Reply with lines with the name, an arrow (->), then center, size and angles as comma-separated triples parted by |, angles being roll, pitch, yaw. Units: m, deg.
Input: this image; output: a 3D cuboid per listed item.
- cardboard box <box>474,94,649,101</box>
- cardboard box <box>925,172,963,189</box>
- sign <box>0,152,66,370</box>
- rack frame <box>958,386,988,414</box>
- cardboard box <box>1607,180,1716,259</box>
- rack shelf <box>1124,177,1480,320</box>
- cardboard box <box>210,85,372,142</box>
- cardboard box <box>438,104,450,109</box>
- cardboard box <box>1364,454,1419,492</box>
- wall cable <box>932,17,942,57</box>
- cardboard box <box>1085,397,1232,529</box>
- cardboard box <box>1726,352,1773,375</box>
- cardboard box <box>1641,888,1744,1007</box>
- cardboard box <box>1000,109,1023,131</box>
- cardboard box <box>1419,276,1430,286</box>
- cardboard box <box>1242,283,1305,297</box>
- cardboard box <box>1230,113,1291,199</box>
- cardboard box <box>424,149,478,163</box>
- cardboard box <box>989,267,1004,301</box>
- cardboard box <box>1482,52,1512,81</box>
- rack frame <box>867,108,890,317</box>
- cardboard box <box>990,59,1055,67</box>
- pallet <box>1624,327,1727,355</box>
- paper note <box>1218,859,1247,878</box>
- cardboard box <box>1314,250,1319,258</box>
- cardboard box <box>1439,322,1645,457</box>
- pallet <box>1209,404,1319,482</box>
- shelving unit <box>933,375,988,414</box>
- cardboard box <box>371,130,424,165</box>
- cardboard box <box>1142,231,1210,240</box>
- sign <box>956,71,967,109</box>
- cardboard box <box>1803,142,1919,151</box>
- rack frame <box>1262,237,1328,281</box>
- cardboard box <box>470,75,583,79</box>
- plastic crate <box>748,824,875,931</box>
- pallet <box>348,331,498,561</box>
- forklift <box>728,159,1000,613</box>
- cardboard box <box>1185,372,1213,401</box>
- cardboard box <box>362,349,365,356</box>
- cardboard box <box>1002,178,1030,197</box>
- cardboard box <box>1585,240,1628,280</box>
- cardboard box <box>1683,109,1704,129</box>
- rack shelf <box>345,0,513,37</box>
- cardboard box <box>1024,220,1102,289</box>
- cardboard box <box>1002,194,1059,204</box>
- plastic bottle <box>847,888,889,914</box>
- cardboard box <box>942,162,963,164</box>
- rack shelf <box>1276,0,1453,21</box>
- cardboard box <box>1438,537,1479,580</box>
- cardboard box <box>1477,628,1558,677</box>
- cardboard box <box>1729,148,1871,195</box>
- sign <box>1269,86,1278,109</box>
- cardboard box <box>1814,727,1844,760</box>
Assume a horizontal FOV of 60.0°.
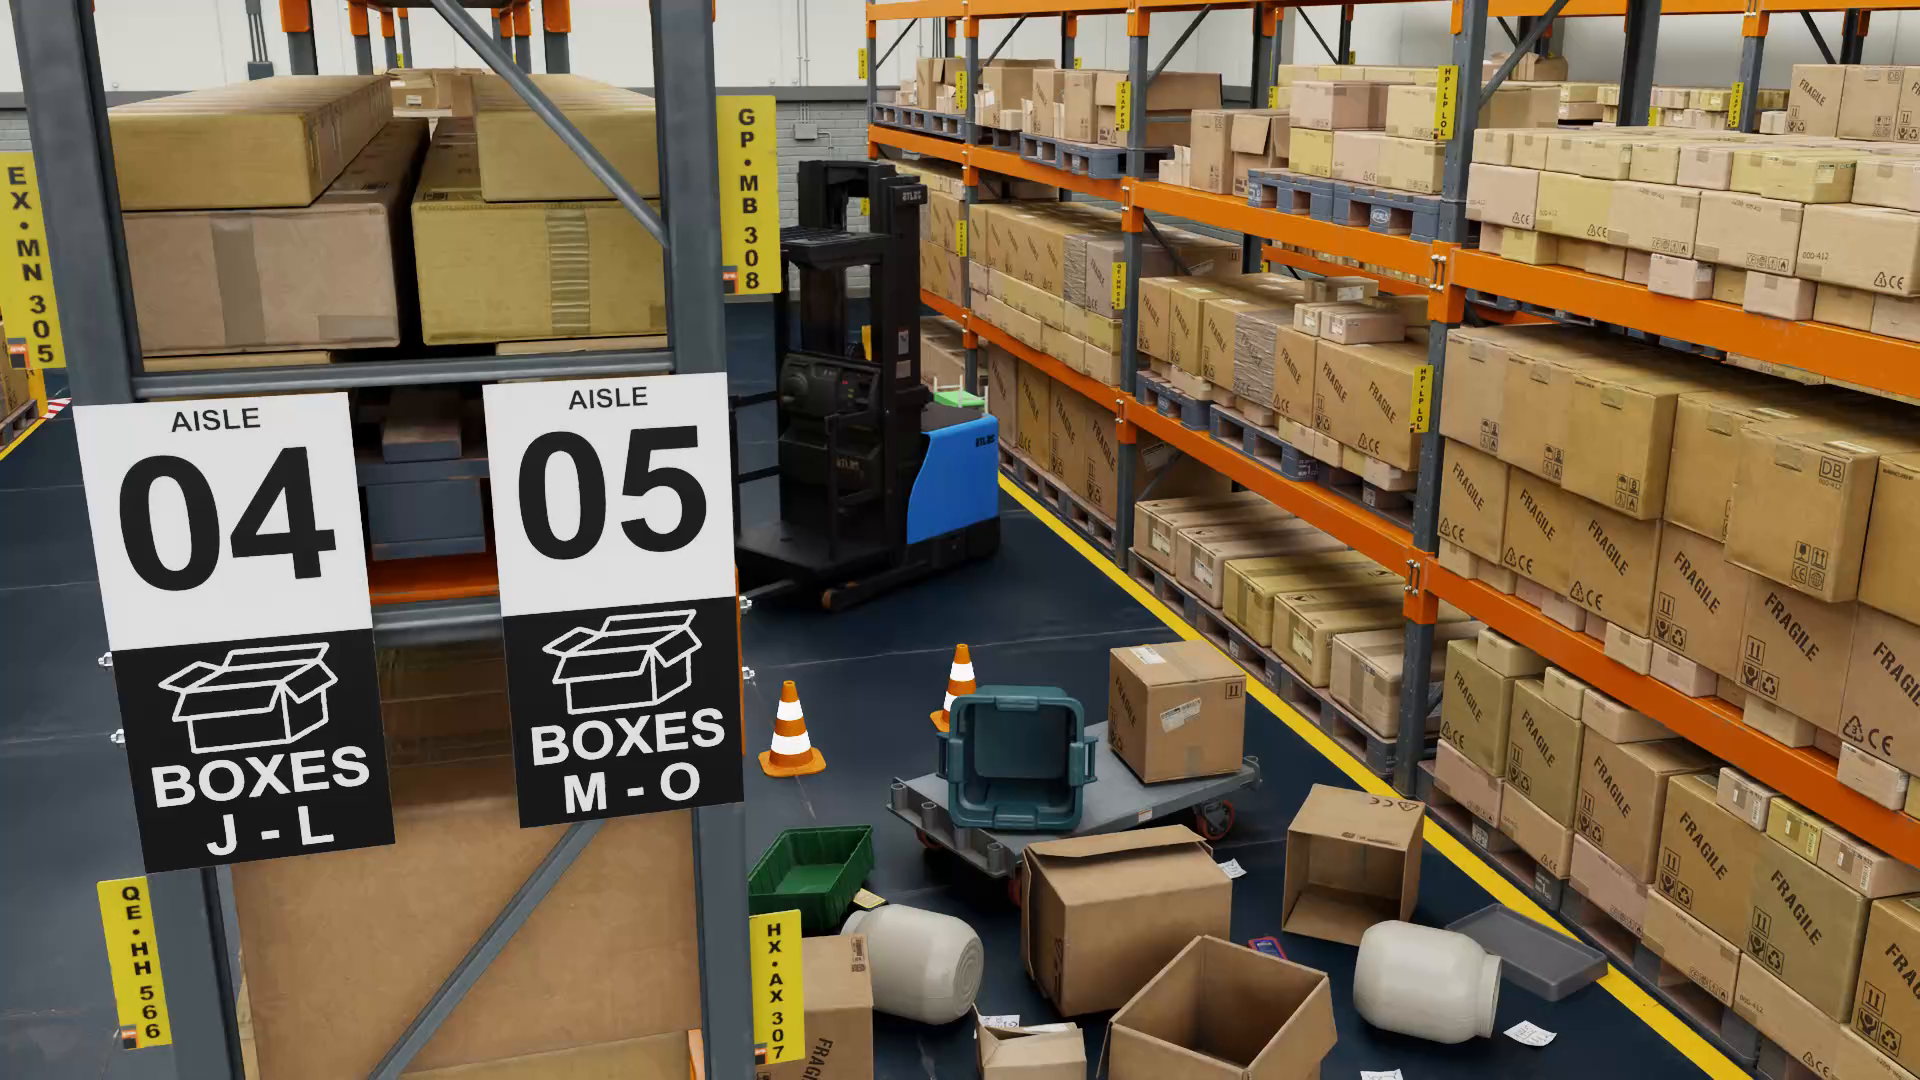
cardboard box -> -0.881, -0.914, 3.713 | 0.380, 0.149, 0.250 | -5, 17, -15
cardboard box -> -0.136, -3.634, 16.795 | 0.380, 0.149, 0.250 | -5, 17, -16
sign -> -1.414, -0.423, 2.529 | 0.100, 0.325, 0.005 | -5, 17, -15
rack frame -> 0.101, -0.583, 12.808 | 0.240, 1.200, 0.015 | -7, 18, -22
cardboard box -> 2.877, -1.247, 6.419 | 0.500, 0.250, 0.500 | -5, 17, -15
rack shelf -> 2.194, -1.810, 9.800 | 1.077, 0.370, 4.000 | -5, 17, -15
cardboard box -> -1.796, -1.144, 4.480 | 0.380, 0.149, 0.250 | -5, 17, -16
cardboard box -> -3.772, -2.750, 11.505 | 0.500, 0.500, 0.500 | -5, 17, -15
cardboard box -> 2.337, -0.366, 8.663 | 0.380, 0.149, 0.250 | -4, 17, -14
wall cable -> 1.025, -8.195, 24.526 | 2.988, 3.039, 0.133 | -5, 17, -15
cardboard box -> 1.535, -0.652, 12.873 | 0.875, 0.875, 0.875 | -5, 17, -16
cardboard box -> 6.303, -1.451, 12.828 | 0.500, 0.250, 0.500 | -5, 17, -15
cardboard box -> 3.078, 1.567, 6.571 | 0.500, 0.250, 0.500 | -5, 18, -17
cardboard box -> 0.557, -3.526, 13.937 | 0.380, 0.166, 0.250 | -6, 18, -19
cardboard box -> 4.986, -2.719, 17.226 | 0.380, 0.149, 0.250 | -4, 17, -14
cardboard box -> 2.189, -1.417, 11.033 | 0.500, 0.500, 0.500 | -5, 17, -16
cardboard box -> 2.091, -2.337, 10.126 | 0.797, 0.503, 0.637 | -5, 17, -15
cardboard box -> -1.054, -0.829, 4.123 | 0.500, 0.250, 0.500 | -5, 17, -16
cardboard box -> 0.565, -2.259, 14.650 | 0.500, 0.250, 0.500 | -4, 17, -14
cardboard box -> 5.064, -4.566, 16.021 | 0.396, 0.266, 0.258 | -5, 17, -16
rack frame -> -0.554, -3.484, 19.336 | 1.000, 3.000, 0.127 | -5, 17, -15
cardboard box -> 0.586, -4.290, 15.729 | 0.500, 0.500, 0.500 | -4, 17, -14
pallet -> 6.162, -1.755, 13.913 | 1.213, 0.211, 1.003 | -5, 17, -15
paper note -> 1.249, 1.539, 7.776 | 0.148, 0.019, 0.142 | -5, 17, -15
cardboard box -> 4.353, -3.360, 19.361 | 0.380, 0.149, 0.250 | -4, 17, -14
cardboard box -> 2.656, -0.695, 7.623 | 0.700, 0.500, 0.500 | -5, 17, -16
pallet -> 2.228, -0.635, 10.185 | 1.003, 0.211, 1.213 | -5, 17, -15
shelving unit -> 0.004, -0.648, 13.023 | 0.258, 1.200, 0.503 | -7, 18, -22
cardboard box -> -1.843, -1.065, 4.910 | 0.500, 0.250, 0.500 | -5, 17, -16
cardboard box -> 1.599, -2.090, 12.784 | 0.500, 0.500, 0.500 | -5, 17, -15
sign -> 0.012, -4.055, 14.988 | 0.100, 0.325, 0.005 | -5, 17, -15
cardboard box -> 3.462, -1.439, 6.365 | 0.380, 0.149, 0.250 | -4, 17, -15
rack frame -> 4.218, -3.877, 20.646 | 1.000, 3.000, 0.127 | -5, 17, -15
cardboard box -> -1.511, -1.547, 5.820 | 0.380, 0.149, 0.250 | -5, 17, -15
plastic crate -> -0.680, 1.518, 7.471 | 0.450, 0.188, 0.662 | -6, 15, 16
pallet -> -1.102, -0.237, 3.468 | 1.003, 0.211, 1.213 | -5, 17, -15
forklift -> -1.047, -1.071, 11.422 | 1.130, 2.935, 3.031 | 14, 22, 39
cardboard box -> 1.687, -1.009, 10.805 | 0.380, 0.149, 0.250 | -5, 17, -15
cardboard box -> -1.514, -0.480, 3.655 | 0.380, 0.149, 0.250 | -5, 17, -15
cardboard box -> 0.622, -3.392, 15.992 | 0.380, 0.149, 0.250 | -4, 17, -14
cardboard box -> 2.817, -1.166, 6.843 | 0.380, 0.149, 0.250 | -4, 17, -14
cardboard box -> 6.035, -3.373, 13.319 | 0.380, 0.149, 0.250 | -5, 17, -17
rack shelf -> -3.637, -3.742, 11.713 | 1.077, 0.370, 4.000 | -5, 17, -15
cardboard box -> 0.840, -2.340, 13.616 | 0.500, 0.500, 0.500 | -5, 17, -16
cardboard box -> 0.647, -3.055, 15.997 | 0.500, 0.500, 0.500 | -5, 17, -15
plastic bottle -> -0.461, 1.619, 7.456 | 0.283, 0.061, 0.133 | 16, 23, 42
cardboard box -> 0.012, -4.032, 18.121 | 0.380, 0.149, 0.250 | -4, 17, -14
rack shelf -> 4.767, -5.851, 18.045 | 1.077, 0.370, 4.000 | -5, 17, -15
cardboard box -> 2.522, 0.068, 7.948 | 0.380, 0.149, 0.250 | -5, 17, -16
cardboard box -> 2.623, 0.505, 7.675 | 0.380, 0.149, 0.250 | -4, 17, -14
cardboard box -> 3.023, -1.326, 5.990 | 0.380, 0.149, 0.250 | -4, 17, -14
sign -> 2.167, -2.998, 11.605 | 0.100, 0.325, 0.005 | -5, 17, -15
cardboard box -> 3.274, 0.691, 5.875 | 0.380, 0.149, 0.250 | -4, 17, -14
